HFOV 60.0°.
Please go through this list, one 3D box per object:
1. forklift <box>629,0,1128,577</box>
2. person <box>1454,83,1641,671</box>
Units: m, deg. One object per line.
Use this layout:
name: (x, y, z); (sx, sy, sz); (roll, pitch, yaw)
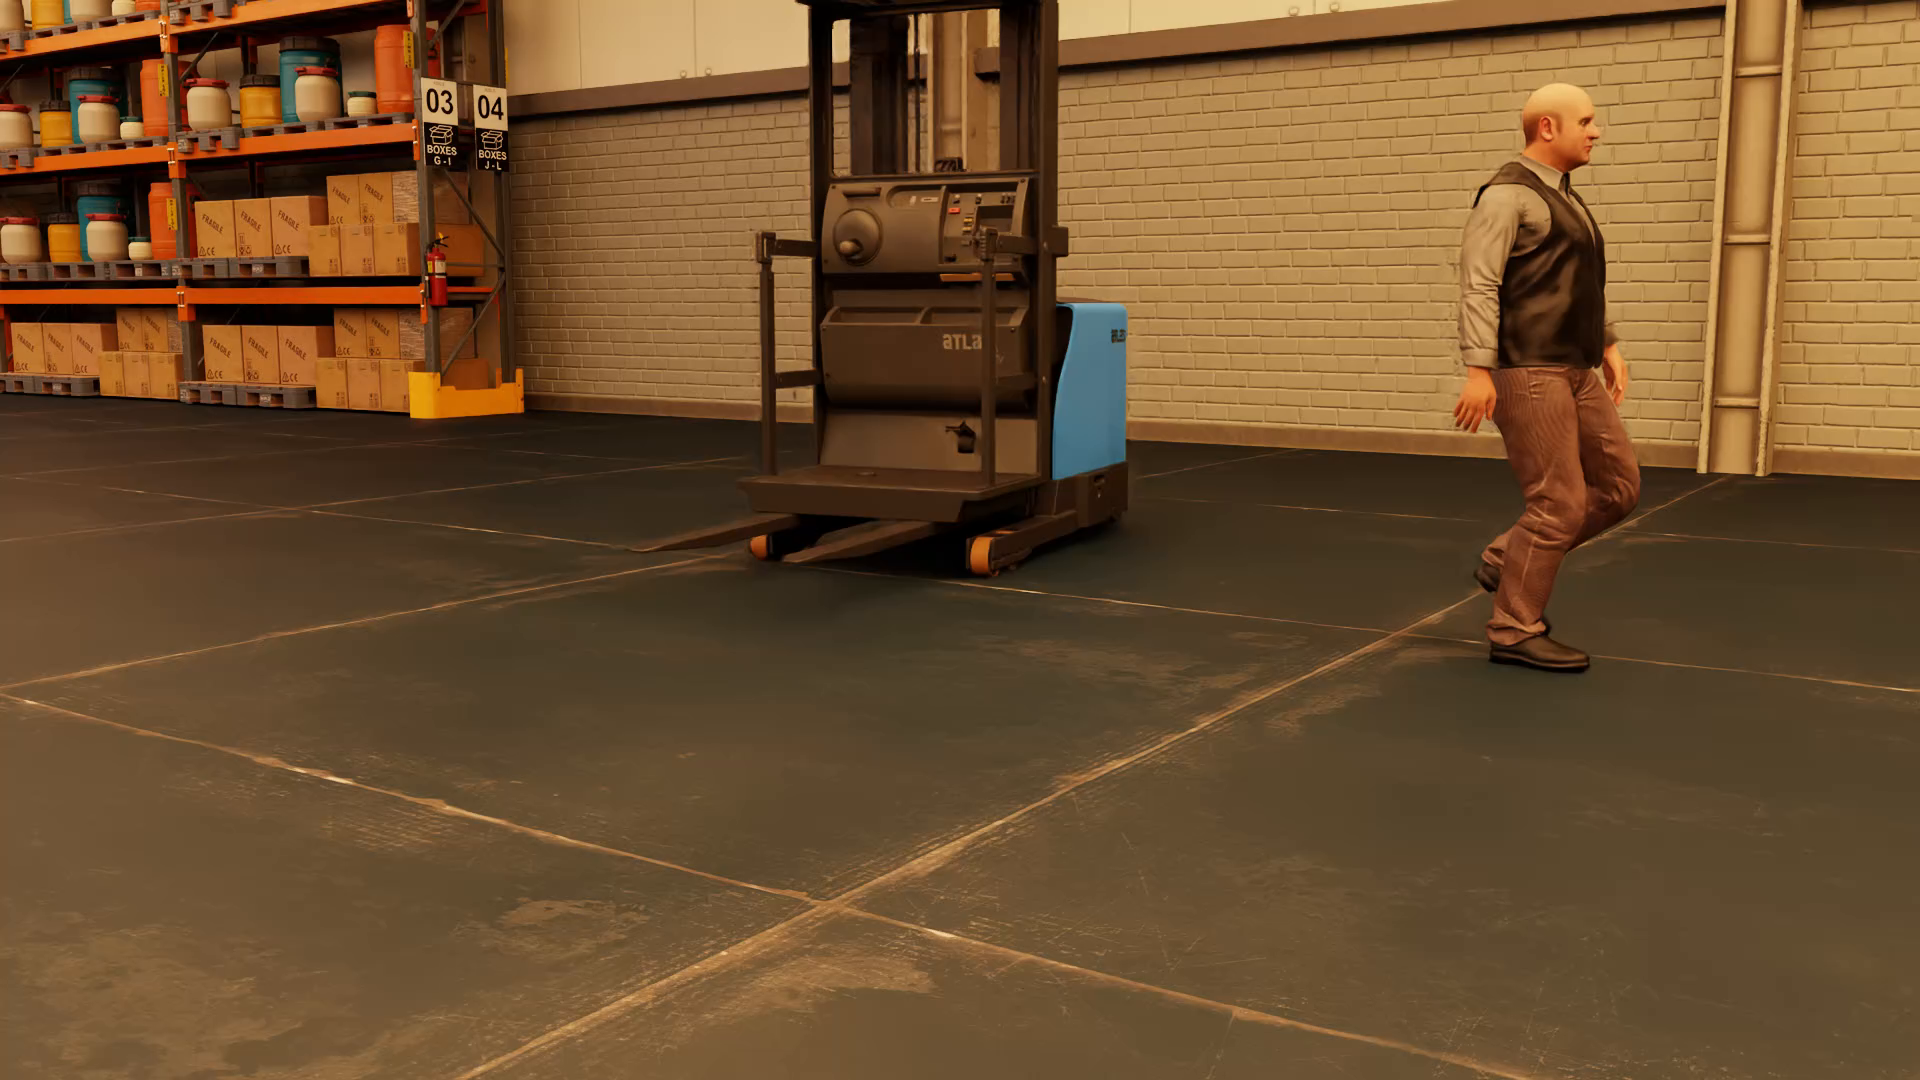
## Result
forklift: (-0.237, -1.371, 6.837); (1.130, 2.935, 3.031); (4, 9, 23)
person: (1.748, -0.480, 4.938); (0.473, 1.702, 0.699); (6, 10, 35)
